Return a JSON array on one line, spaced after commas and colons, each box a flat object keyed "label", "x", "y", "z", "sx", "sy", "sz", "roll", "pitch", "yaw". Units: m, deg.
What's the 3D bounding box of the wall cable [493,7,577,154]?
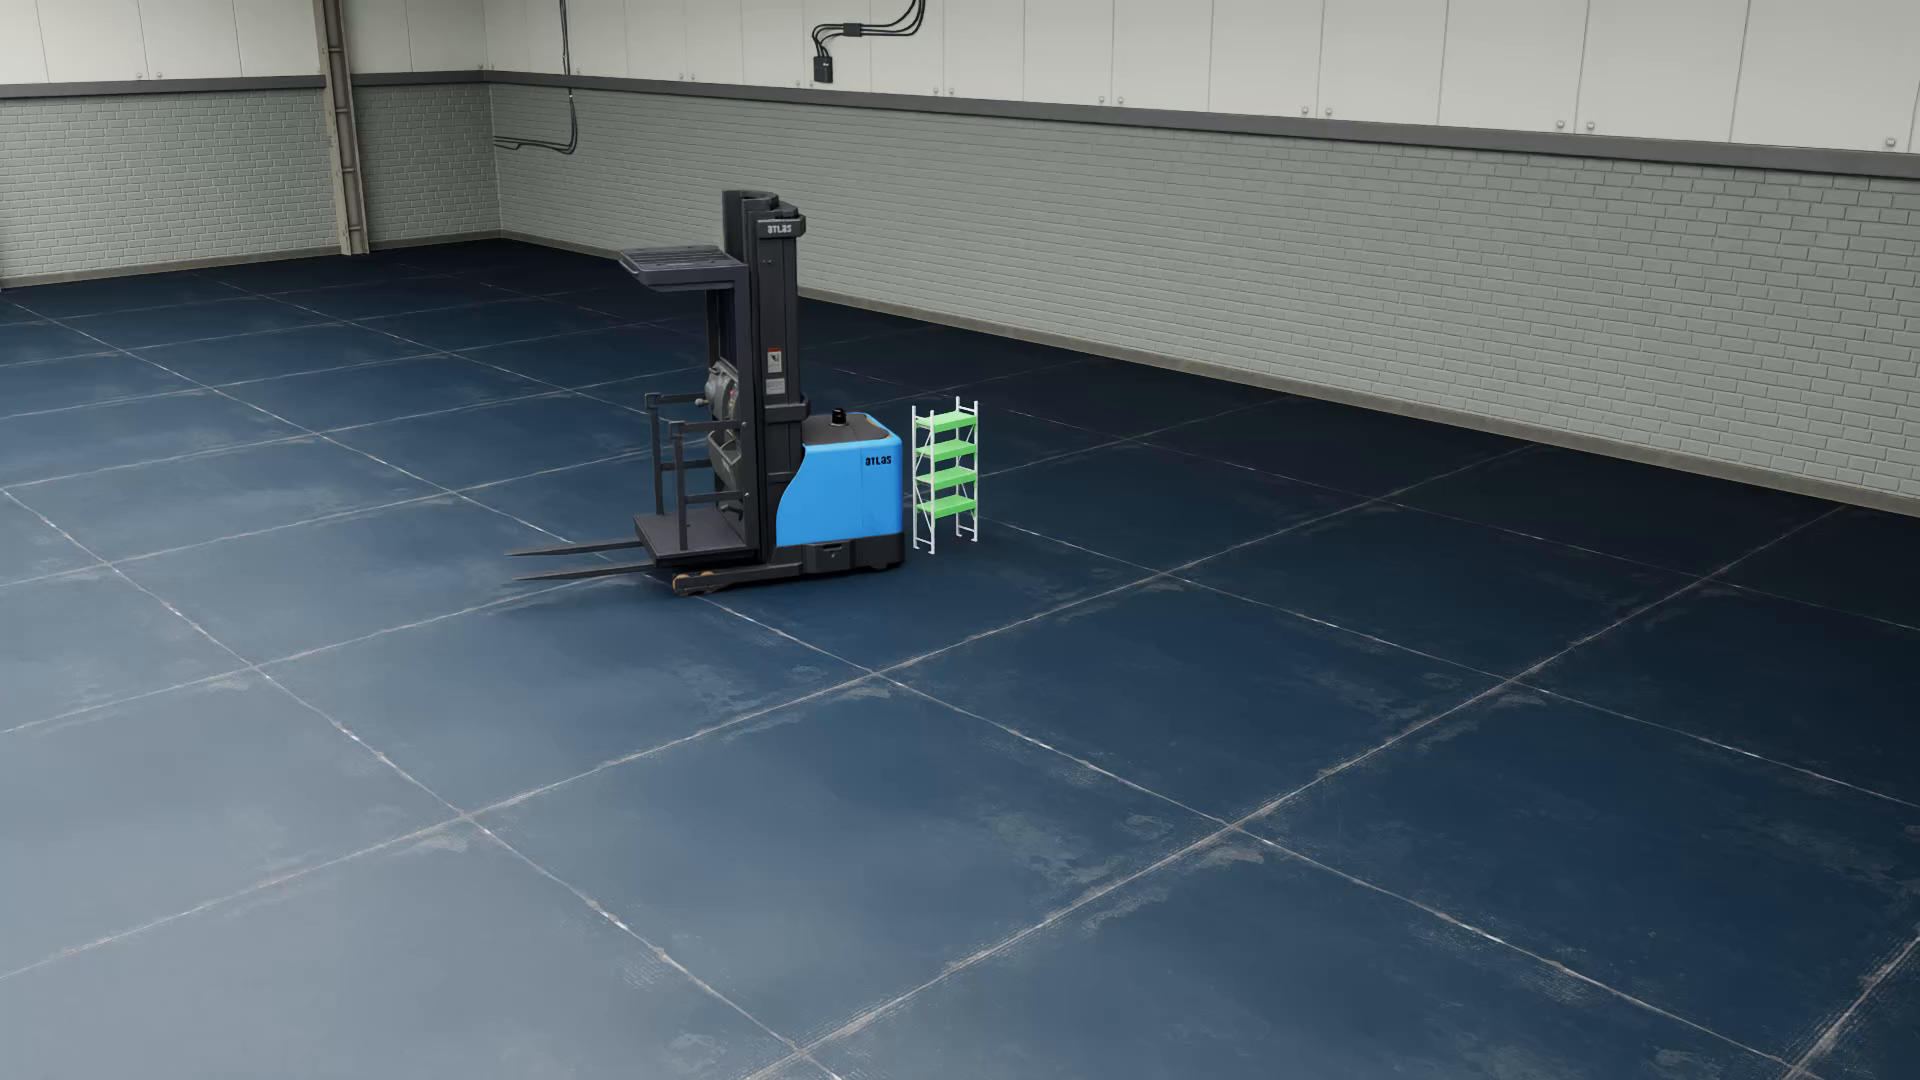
[{"label": "wall cable", "x": -7.809, "y": -8.280, "z": 29.968, "sx": 0.112, "sy": 2.526, "sz": 3.097, "roll": -16, "pitch": 24, "yaw": -41}]

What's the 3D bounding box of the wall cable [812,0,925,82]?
[{"label": "wall cable", "x": -1.299, "y": -9.244, "z": 22.392, "sx": 0.169, "sy": 6.003, "sz": 2.305, "roll": -16, "pitch": 24, "yaw": -41}]

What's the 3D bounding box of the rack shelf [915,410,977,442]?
[{"label": "rack shelf", "x": -0.120, "y": -0.931, "z": 13.563, "sx": 0.480, "sy": 0.148, "sz": 0.258, "roll": -16, "pitch": 24, "yaw": -41}]

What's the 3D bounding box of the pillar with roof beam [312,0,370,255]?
[{"label": "pillar with roof beam", "x": -7.901, "y": -8.465, "z": 25.502, "sx": 0.400, "sy": 9.000, "sz": 9.100, "roll": -16, "pitch": 24, "yaw": -41}]

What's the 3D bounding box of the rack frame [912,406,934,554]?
[{"label": "rack frame", "x": -0.298, "y": -0.484, "z": 13.532, "sx": 0.015, "sy": 1.200, "sz": 0.240, "roll": -16, "pitch": 24, "yaw": -41}]

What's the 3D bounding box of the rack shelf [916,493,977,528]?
[{"label": "rack shelf", "x": -0.120, "y": -0.247, "z": 13.785, "sx": 0.480, "sy": 0.148, "sz": 0.258, "roll": -16, "pitch": 24, "yaw": -41}]

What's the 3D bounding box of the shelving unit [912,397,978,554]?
[{"label": "shelving unit", "x": -0.120, "y": -0.536, "z": 13.691, "sx": 0.503, "sy": 1.200, "sz": 0.258, "roll": -16, "pitch": 24, "yaw": -41}]

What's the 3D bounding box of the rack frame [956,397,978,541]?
[{"label": "rack frame", "x": 0.057, "y": -0.587, "z": 13.851, "sx": 0.015, "sy": 1.200, "sz": 0.240, "roll": -16, "pitch": 24, "yaw": -41}]

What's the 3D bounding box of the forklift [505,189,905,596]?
[{"label": "forklift", "x": -2.012, "y": -1.149, "z": 12.775, "sx": 3.031, "sy": 2.935, "sz": 1.130, "roll": -6, "pitch": 19, "yaw": -19}]

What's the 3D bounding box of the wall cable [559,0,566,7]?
[{"label": "wall cable", "x": -5.951, "y": -10.076, "z": 27.319, "sx": 0.112, "sy": 2.526, "sz": 3.097, "roll": -16, "pitch": 24, "yaw": -41}]

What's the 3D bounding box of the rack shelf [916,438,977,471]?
[{"label": "rack shelf", "x": -0.120, "y": -0.703, "z": 13.637, "sx": 0.480, "sy": 0.148, "sz": 0.258, "roll": -16, "pitch": 24, "yaw": -41}]

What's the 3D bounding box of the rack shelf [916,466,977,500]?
[{"label": "rack shelf", "x": -0.120, "y": -0.475, "z": 13.711, "sx": 0.480, "sy": 0.148, "sz": 0.258, "roll": -16, "pitch": 24, "yaw": -41}]
